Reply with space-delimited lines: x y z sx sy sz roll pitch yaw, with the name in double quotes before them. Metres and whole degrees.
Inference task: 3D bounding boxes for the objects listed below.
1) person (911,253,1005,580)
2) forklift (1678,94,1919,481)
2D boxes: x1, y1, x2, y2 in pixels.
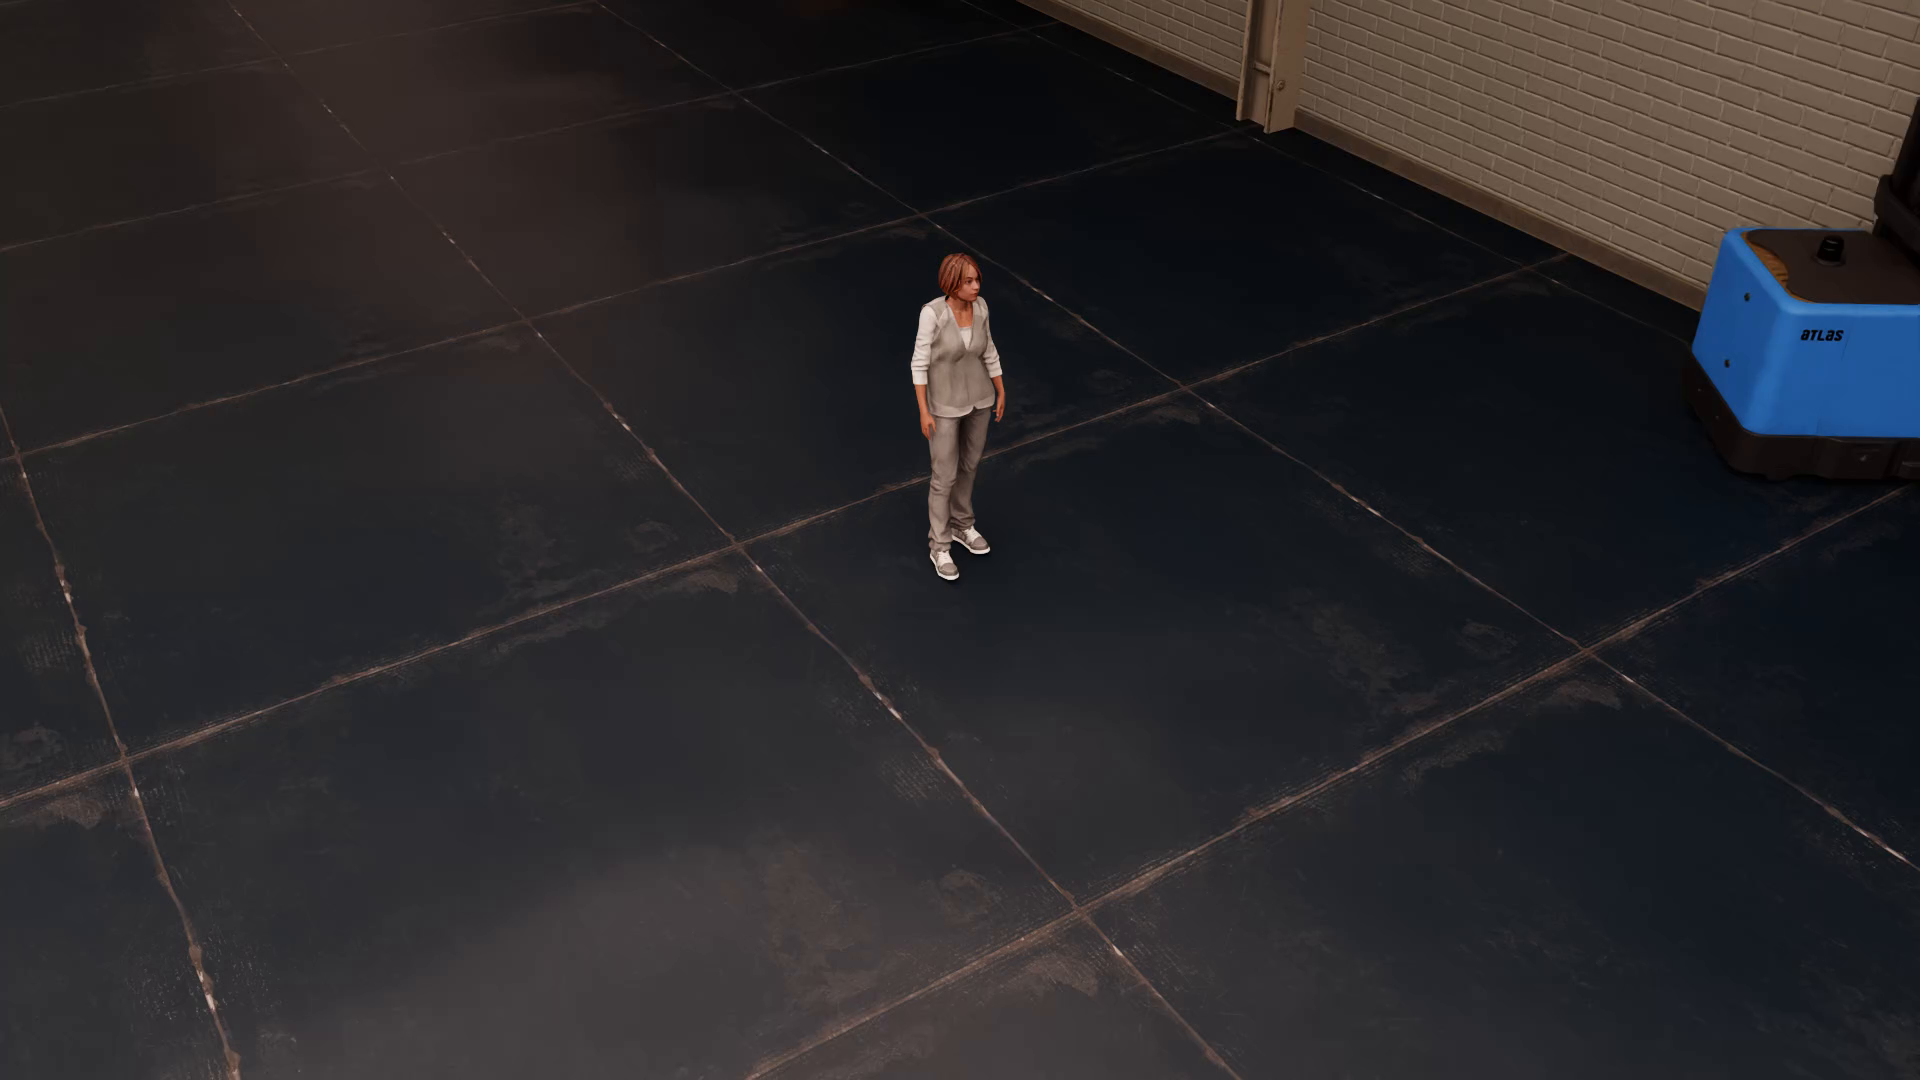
"person" 0.028 -0.614 8.181 0.520 1.582 0.475 -21 40 -27
"forklift" 5.764 -1.776 8.675 3.031 2.935 1.130 1 35 2
